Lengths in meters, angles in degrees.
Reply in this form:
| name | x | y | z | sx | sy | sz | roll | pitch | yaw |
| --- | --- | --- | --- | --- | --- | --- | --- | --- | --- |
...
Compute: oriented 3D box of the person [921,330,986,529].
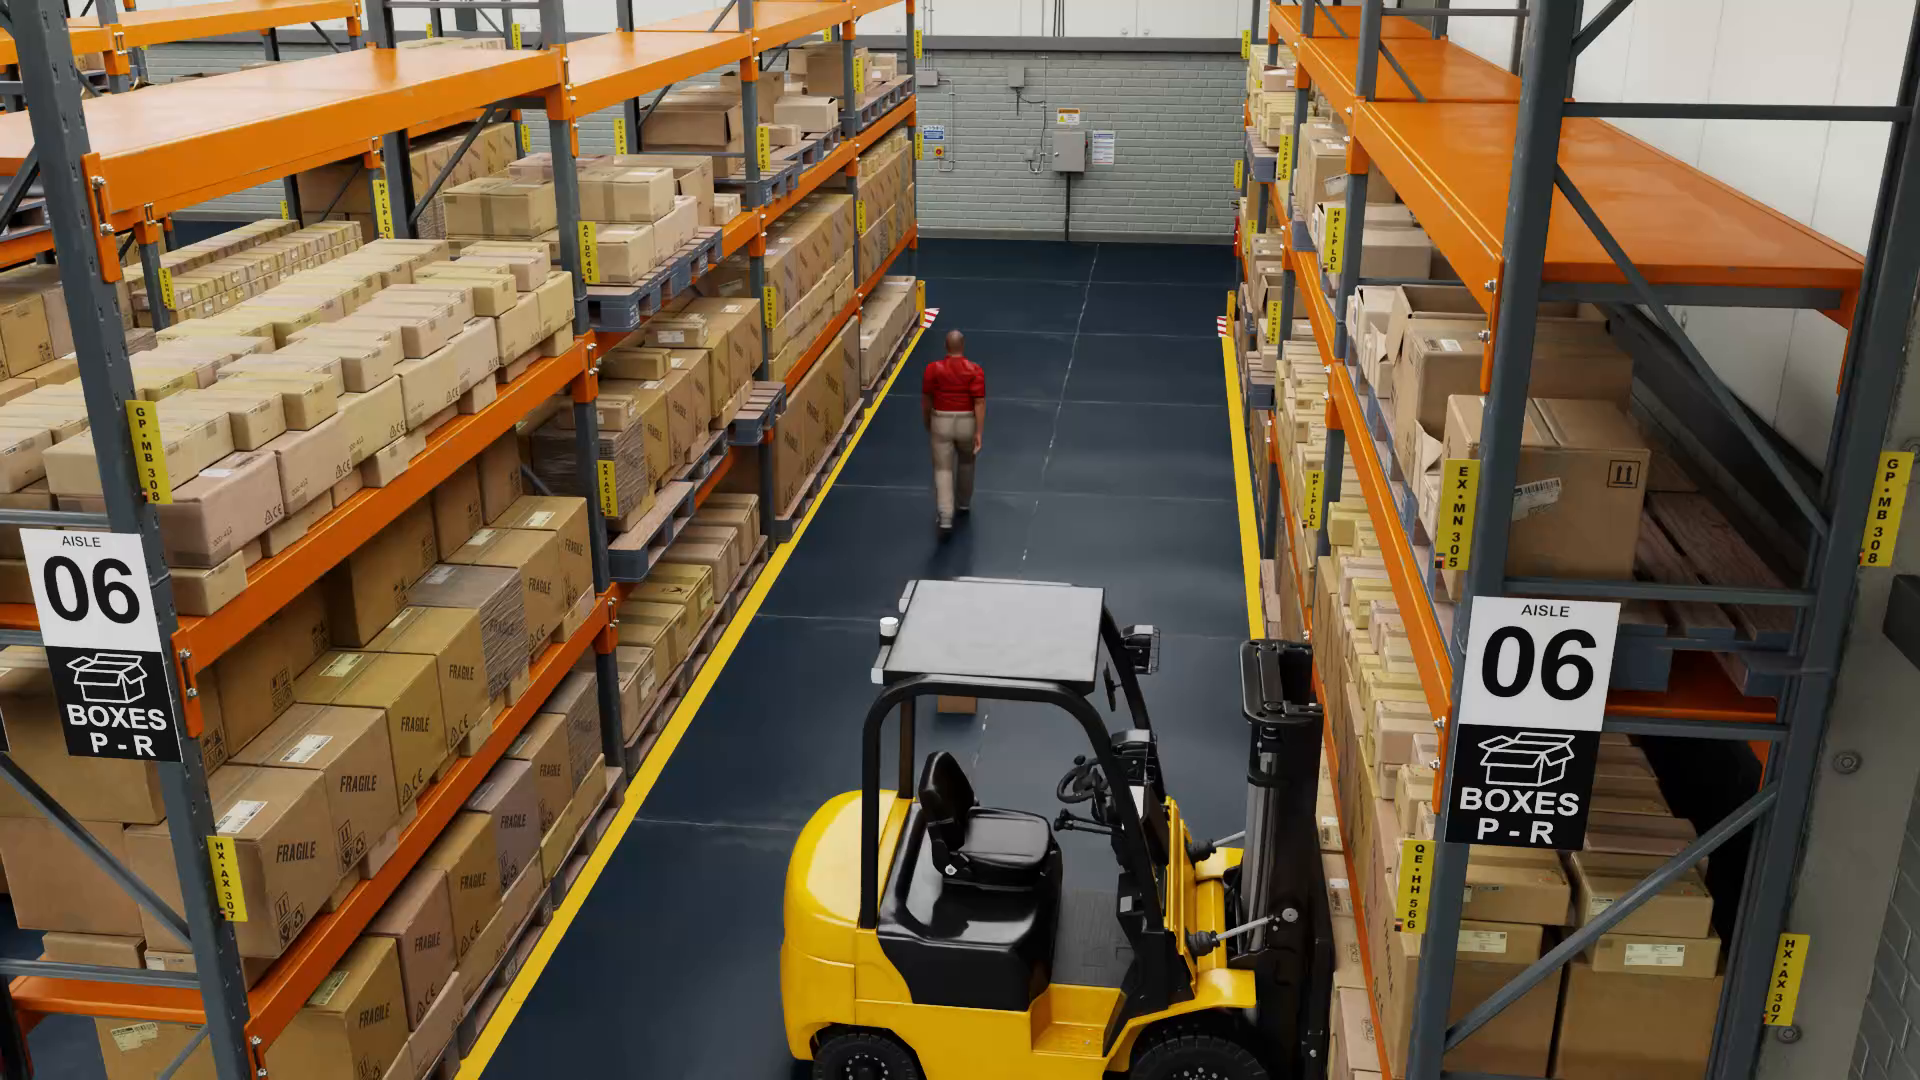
| name | x | y | z | sx | sy | sz | roll | pitch | yaw |
| --- | --- | --- | --- | --- | --- | --- | --- | --- | --- |
| person | -0.059 | -0.965 | 14.041 | 0.535 | 1.672 | 1.054 | -1 | 21 | -3 |
